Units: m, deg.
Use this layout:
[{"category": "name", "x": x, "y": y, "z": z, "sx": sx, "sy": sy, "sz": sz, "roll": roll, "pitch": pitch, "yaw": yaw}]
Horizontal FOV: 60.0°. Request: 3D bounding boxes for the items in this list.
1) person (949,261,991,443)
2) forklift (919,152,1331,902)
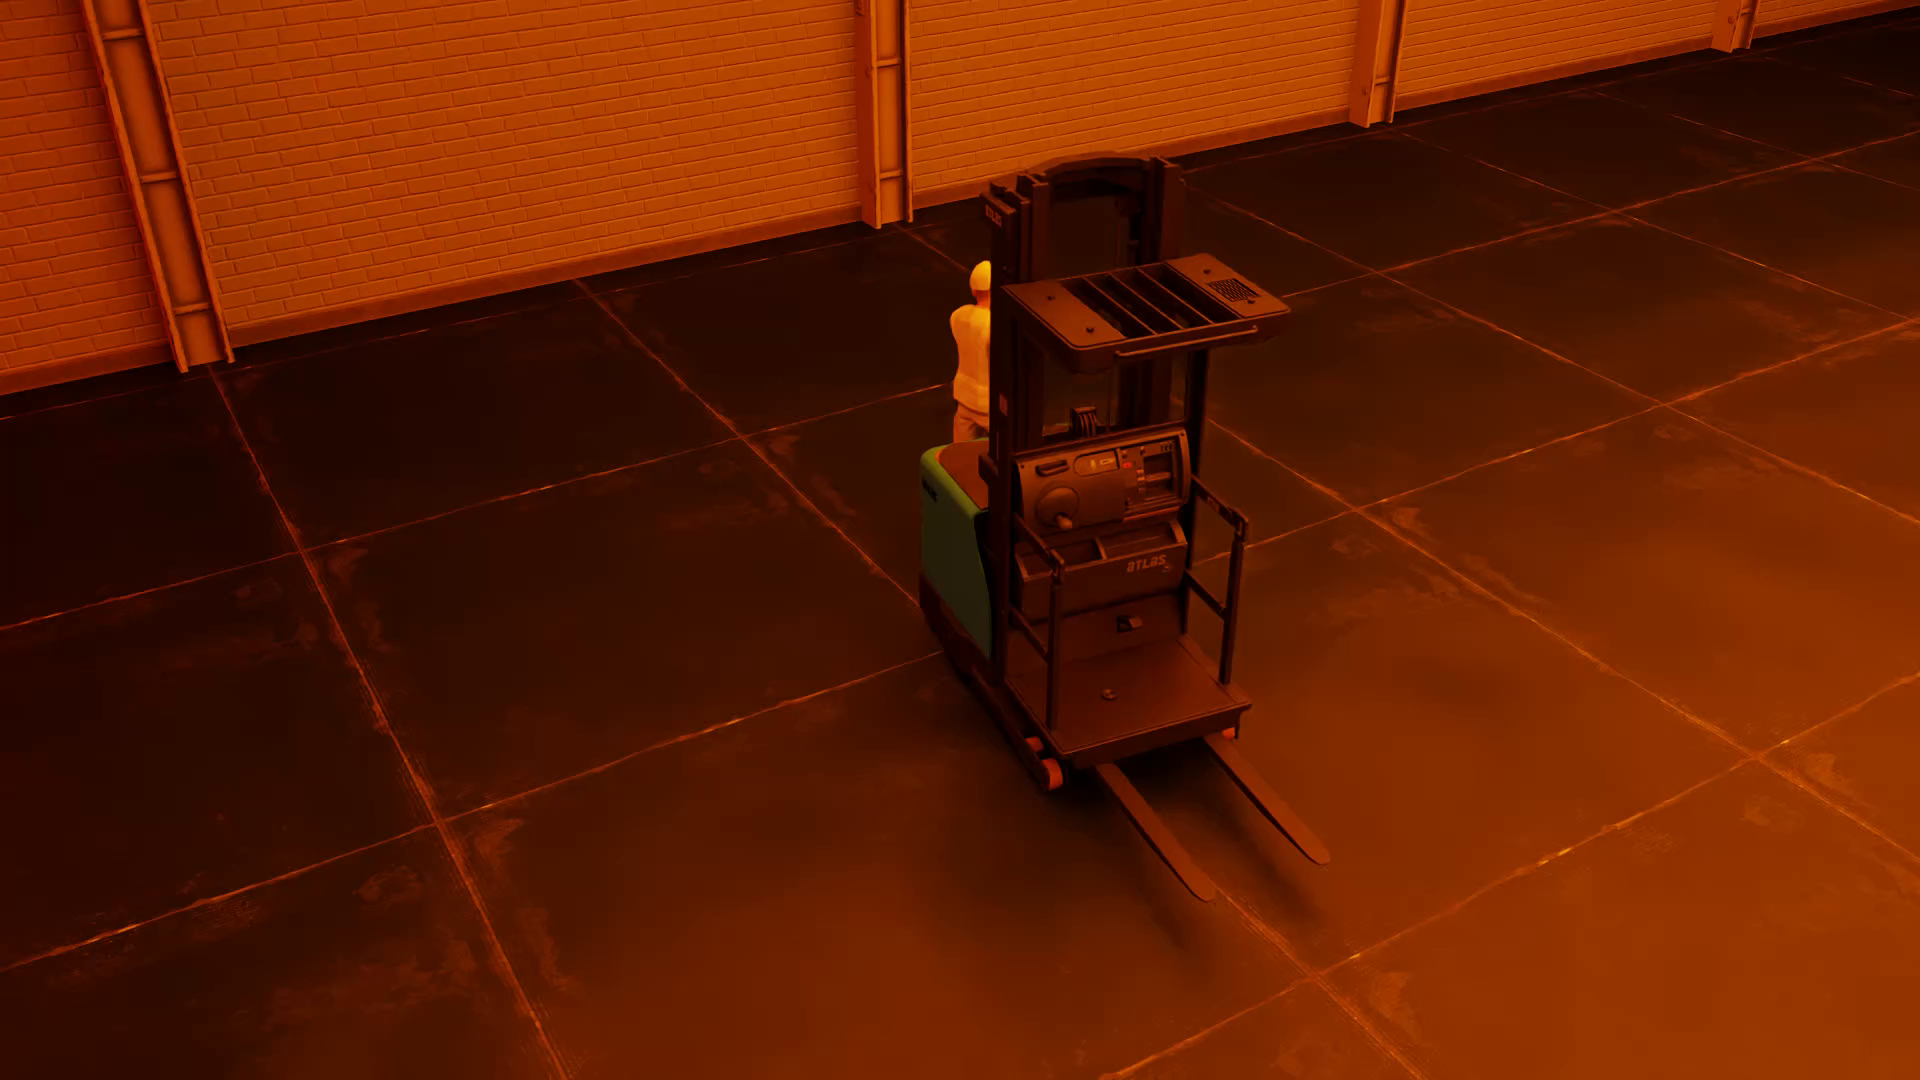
[{"category": "person", "x": 0.265, "y": -0.889, "z": 10.213, "sx": 0.874, "sy": 1.741, "sz": 0.708, "roll": -24, "pitch": 38, "yaw": -34}, {"category": "forklift", "x": 0.802, "y": -0.242, "z": 8.052, "sx": 1.130, "sy": 2.935, "sz": 3.031, "roll": -12, "pitch": 33, "yaw": -20}]
